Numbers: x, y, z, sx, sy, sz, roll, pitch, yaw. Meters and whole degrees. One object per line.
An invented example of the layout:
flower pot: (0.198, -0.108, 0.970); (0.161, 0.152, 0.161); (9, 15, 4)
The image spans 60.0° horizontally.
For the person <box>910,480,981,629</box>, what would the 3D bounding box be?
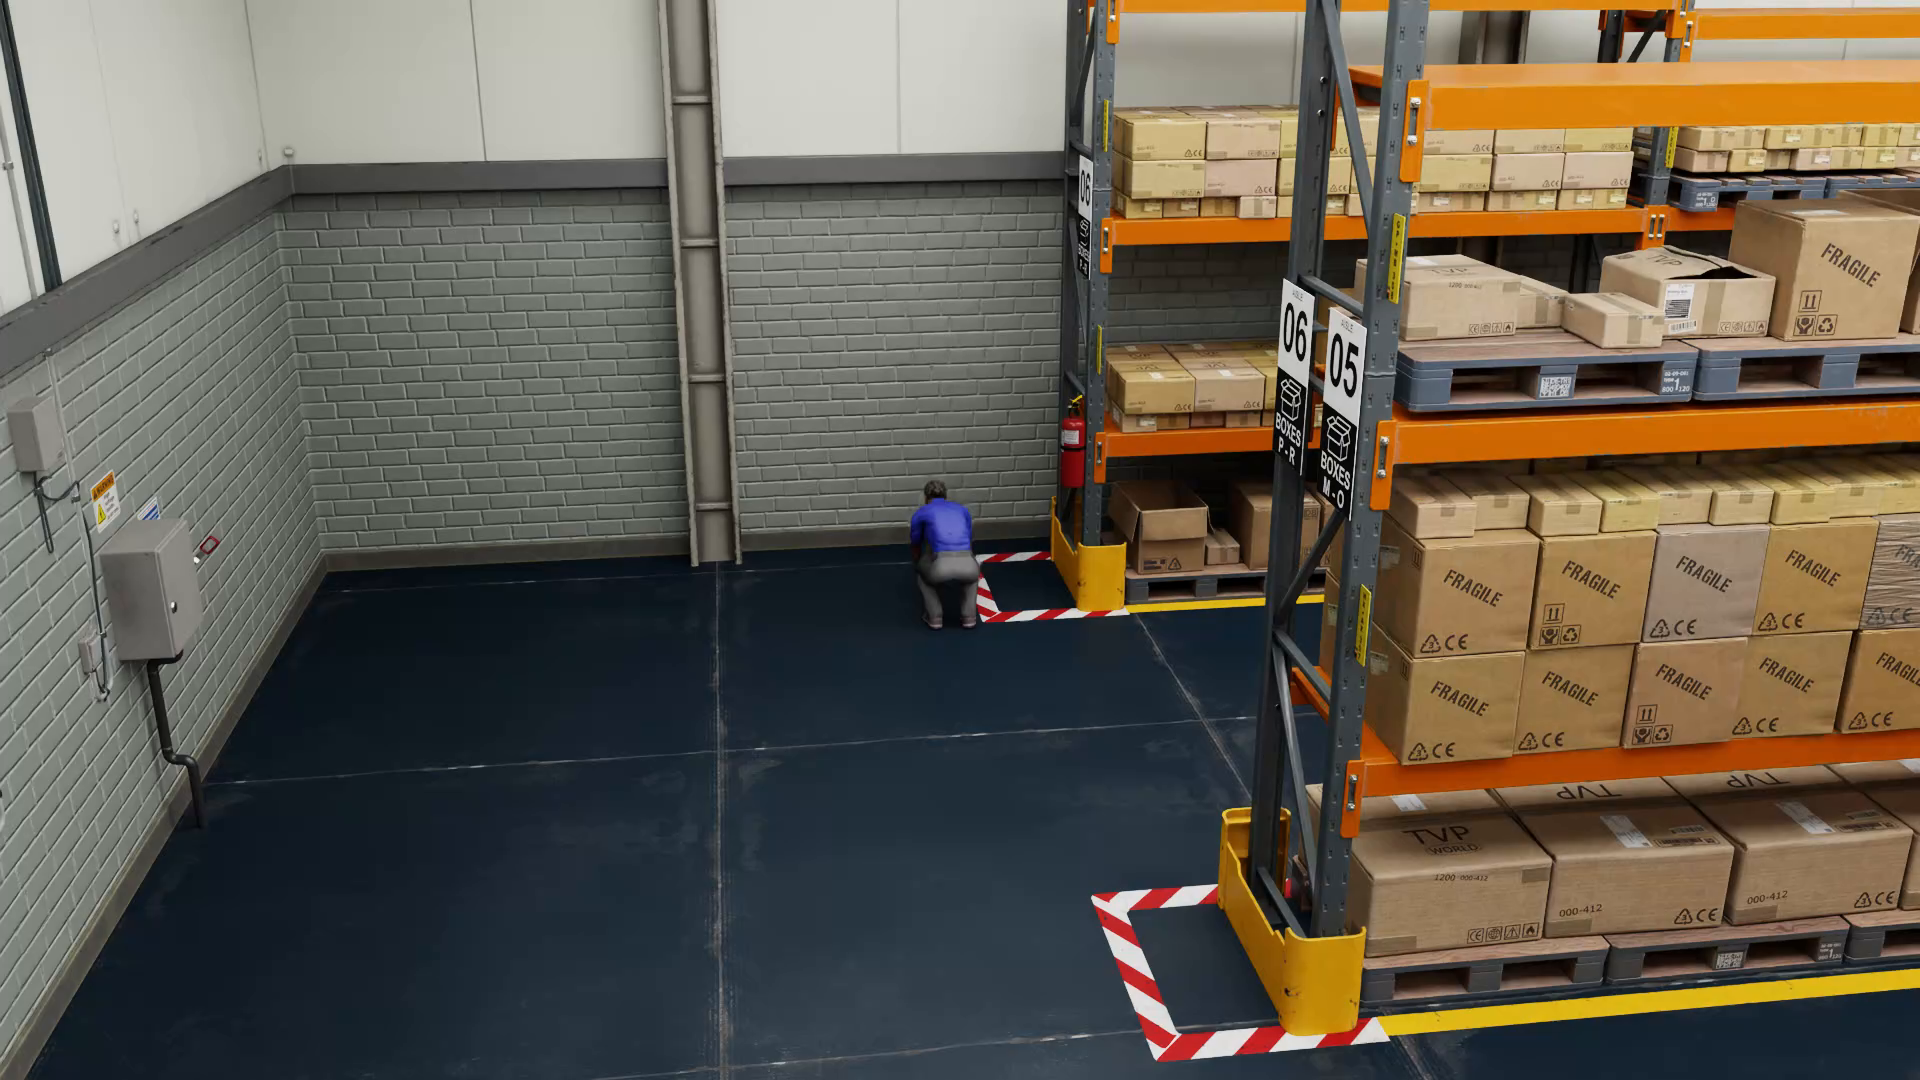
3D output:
person: (-0.103, 0.108, 11.840); (0.482, 0.942, 0.822); (-2, 20, -6)
